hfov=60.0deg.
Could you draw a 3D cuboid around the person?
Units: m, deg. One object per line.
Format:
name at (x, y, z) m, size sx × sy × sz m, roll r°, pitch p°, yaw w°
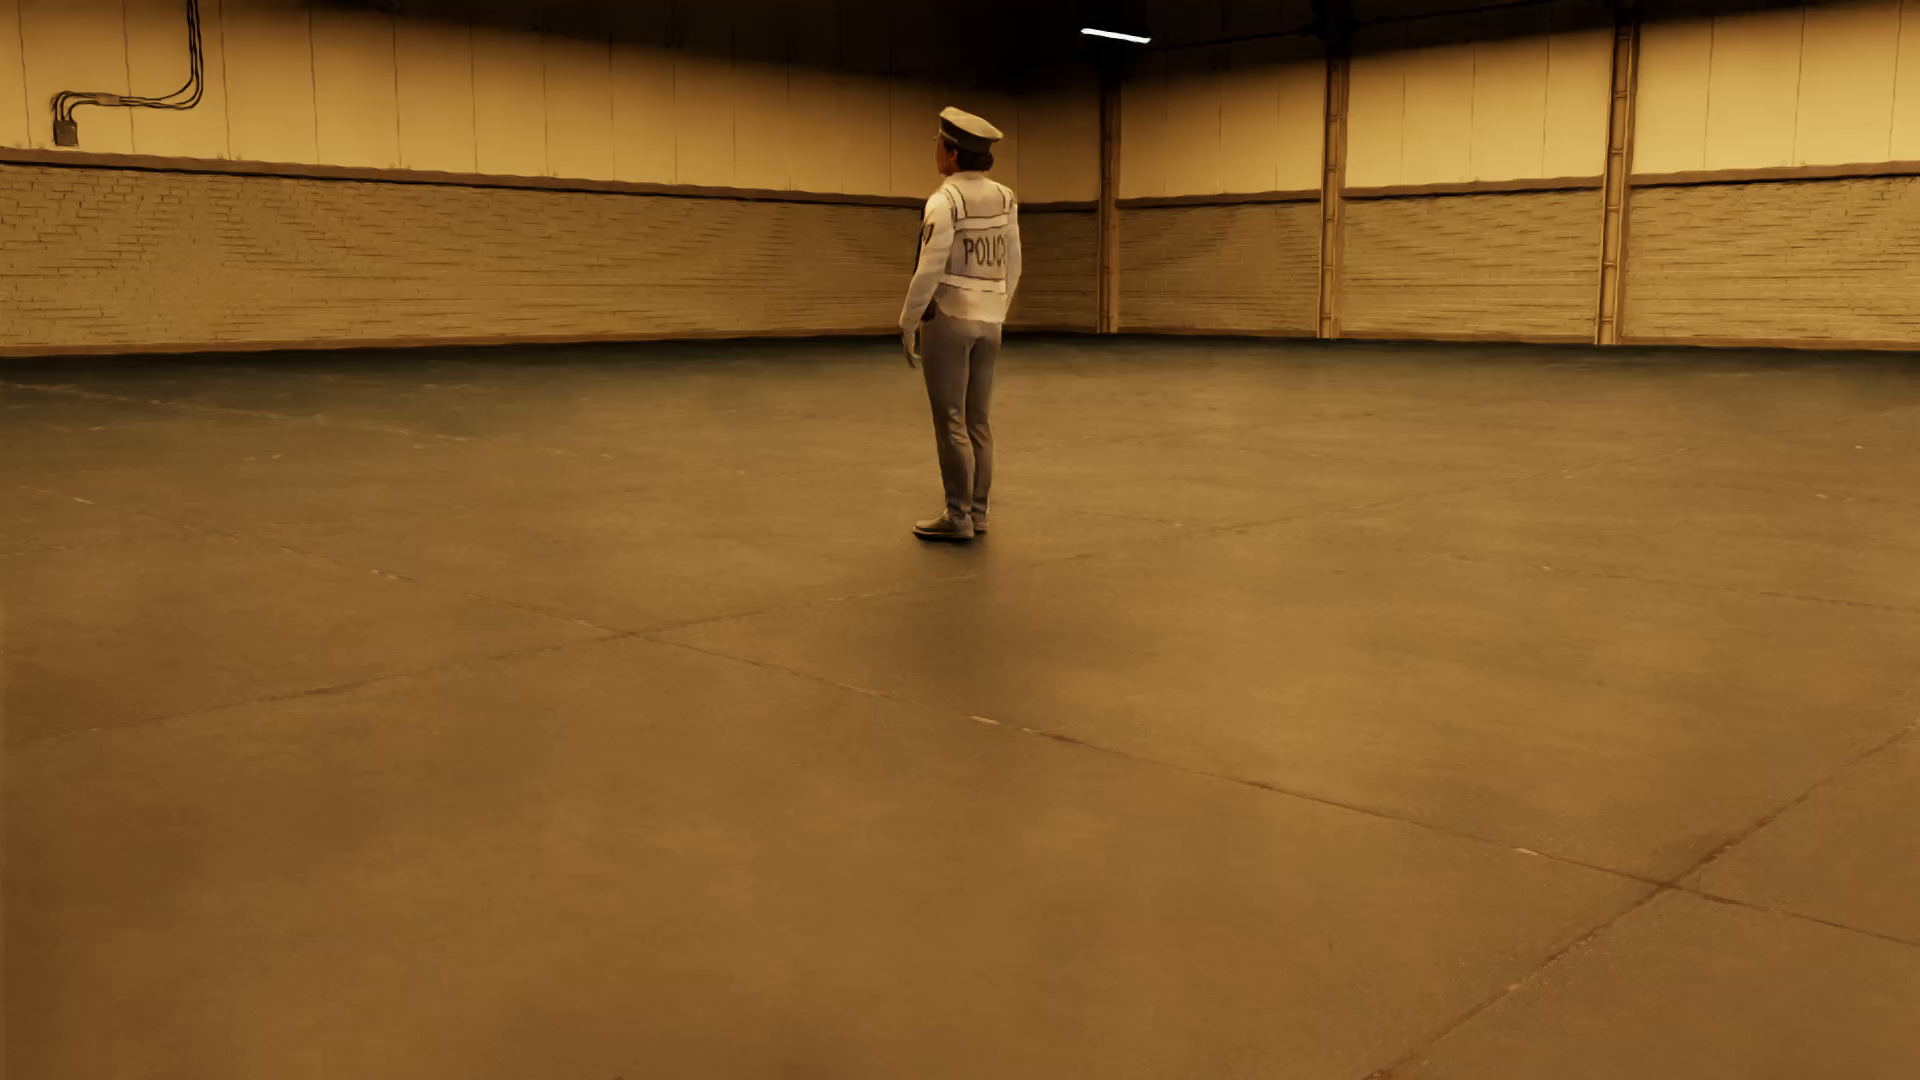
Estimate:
person at (-0.044, -0.853, 6.642) m, size 0.533 × 1.695 × 0.586 m, roll 8°, pitch 12°, yaw 43°
